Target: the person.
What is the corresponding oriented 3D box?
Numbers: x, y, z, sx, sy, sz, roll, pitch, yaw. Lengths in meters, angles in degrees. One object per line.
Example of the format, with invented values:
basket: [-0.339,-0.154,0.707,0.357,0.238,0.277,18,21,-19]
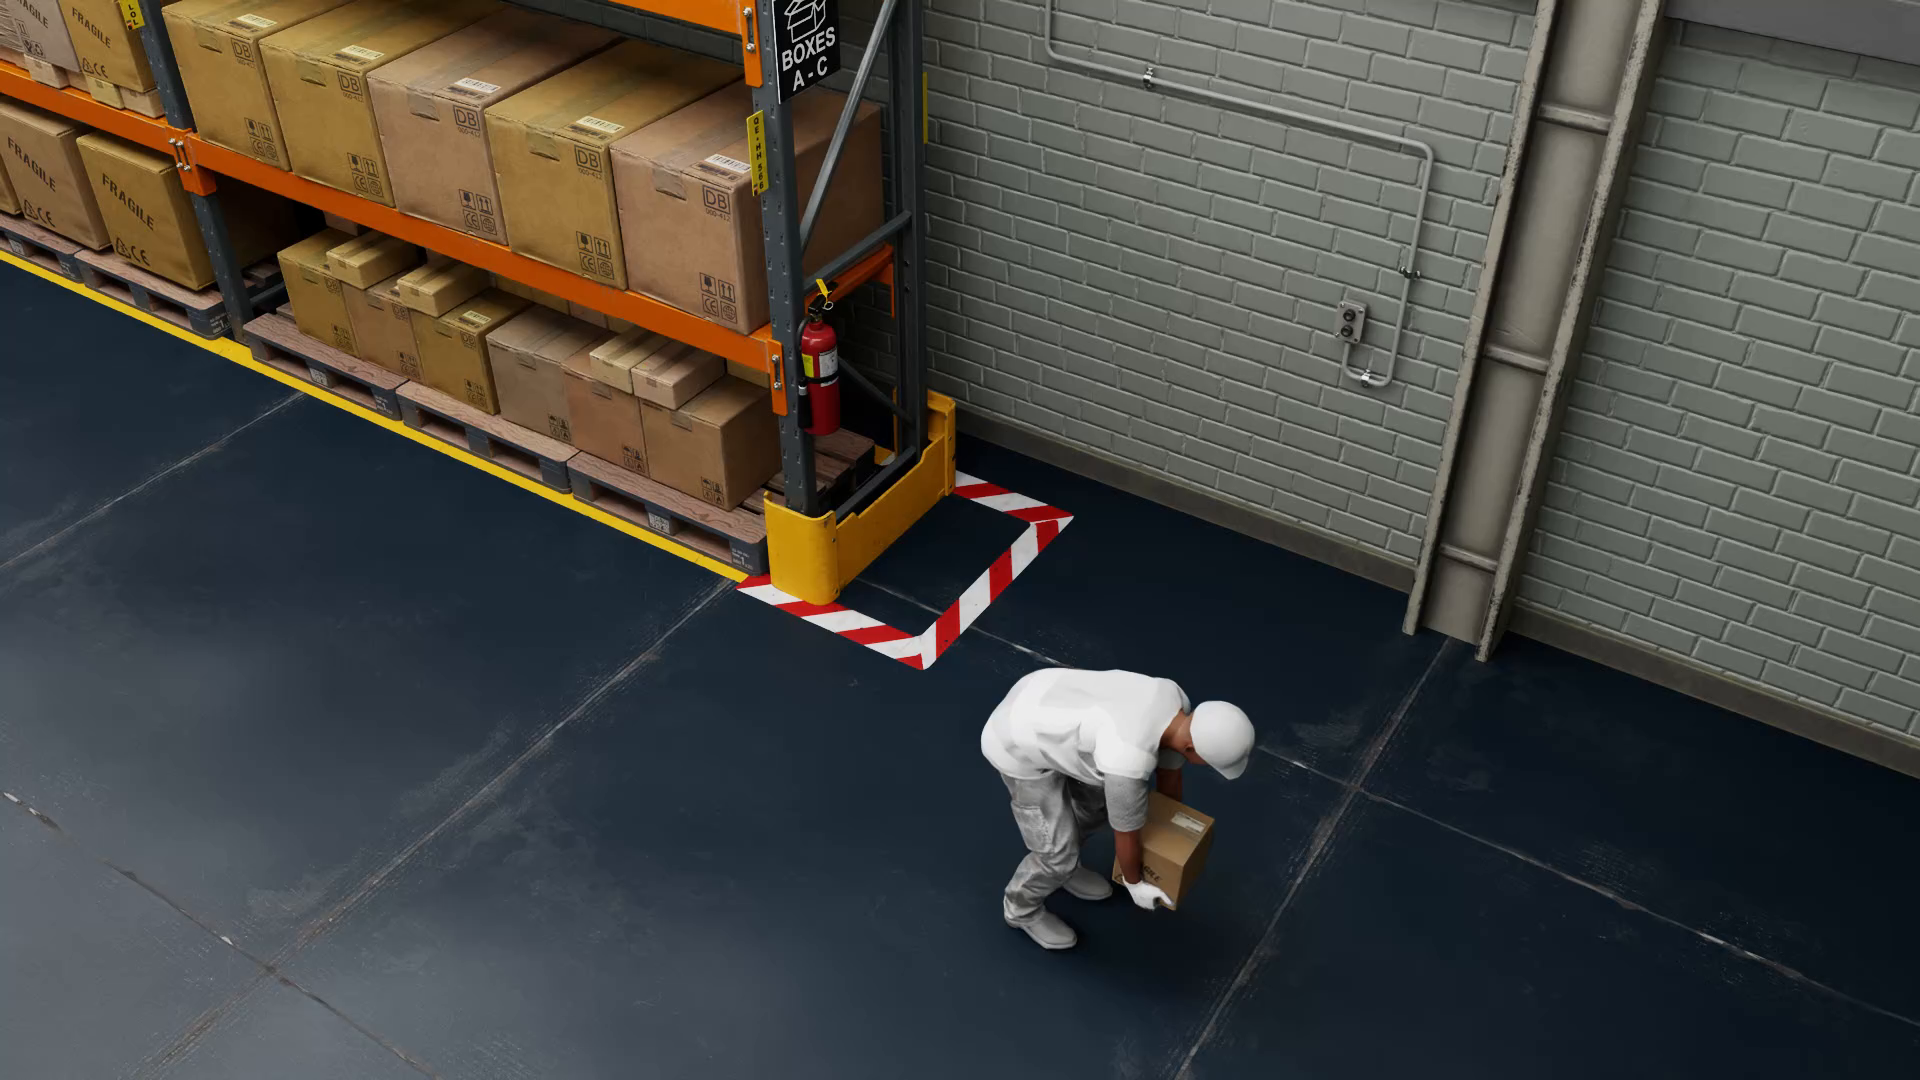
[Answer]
person: [0.535,0.940,5.858,0.938,1.293,0.507,20,42,23]
